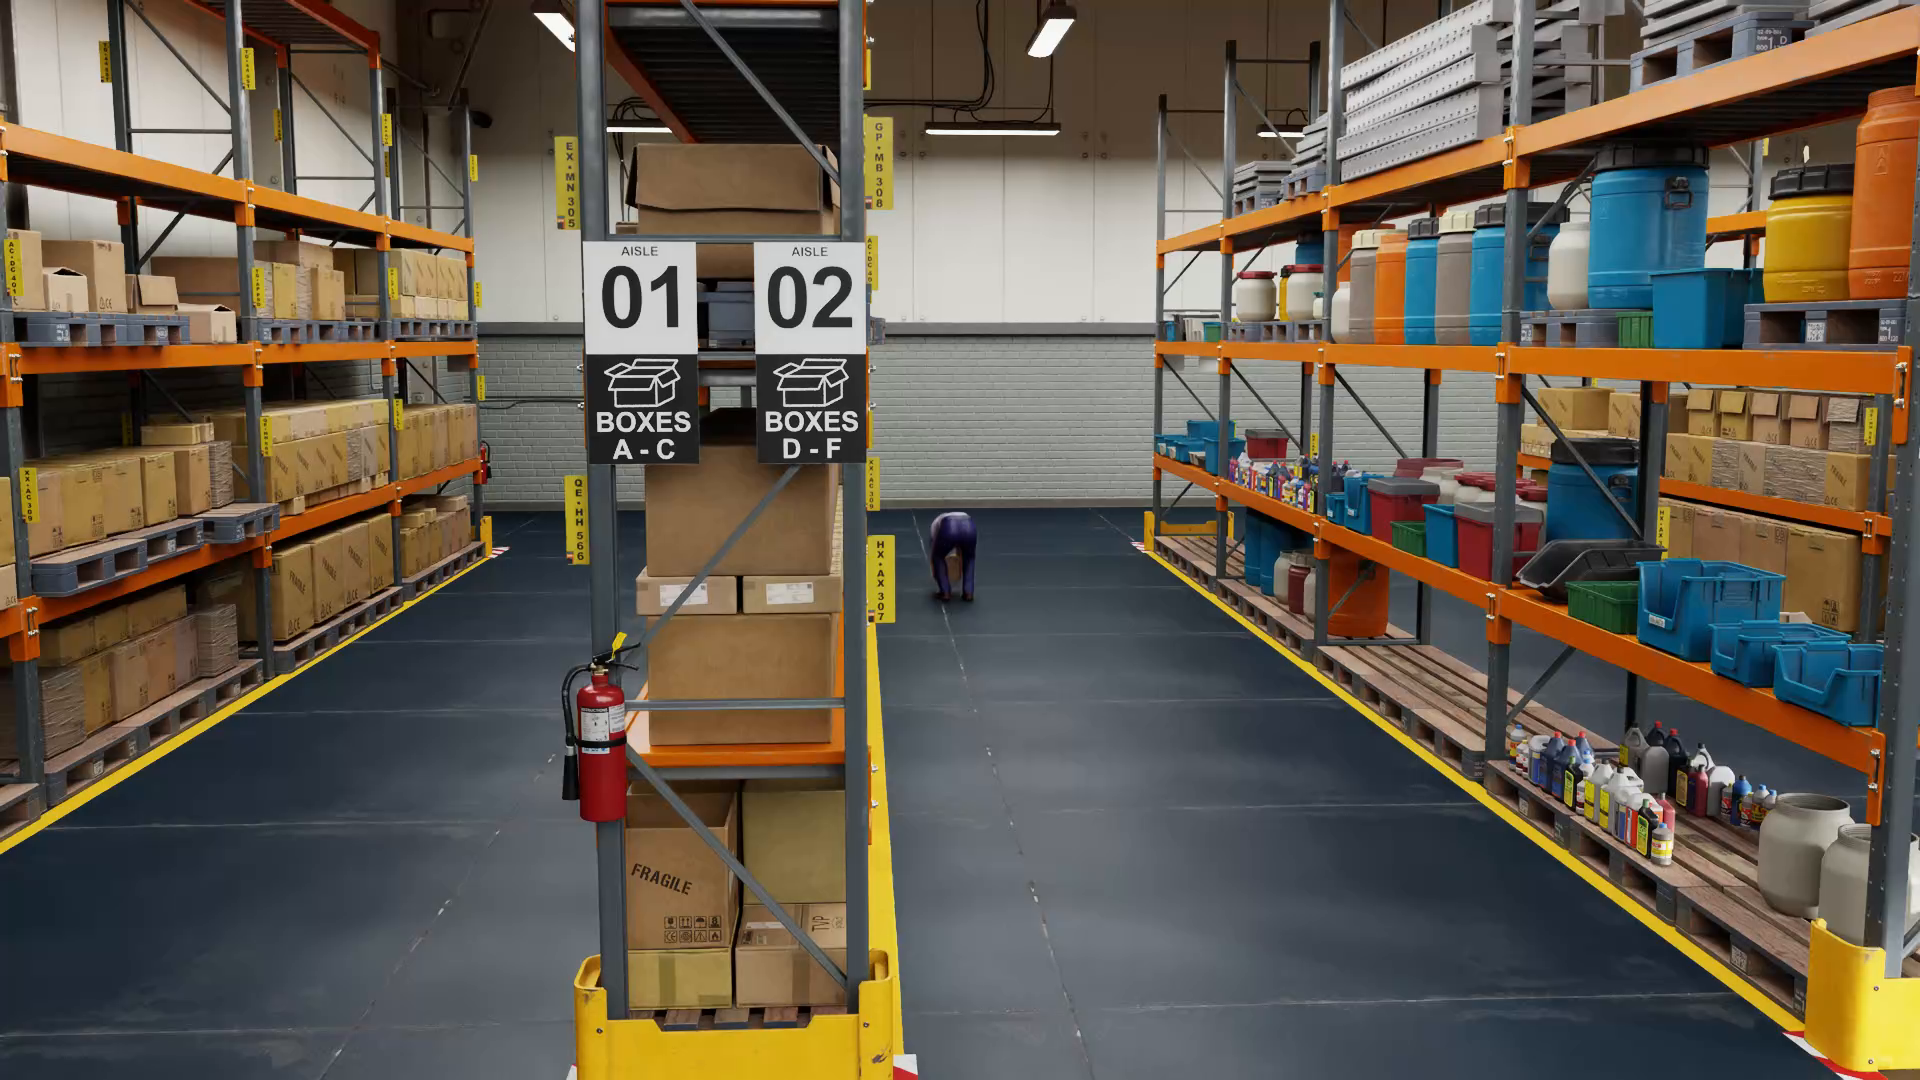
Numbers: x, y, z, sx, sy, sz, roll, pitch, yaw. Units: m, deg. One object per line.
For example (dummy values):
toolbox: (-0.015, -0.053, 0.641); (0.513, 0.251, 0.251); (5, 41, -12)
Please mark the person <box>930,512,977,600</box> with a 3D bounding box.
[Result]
person: (-0.089, 0.155, 18.367); (0.484, 0.967, 0.910); (-2, 7, -14)
